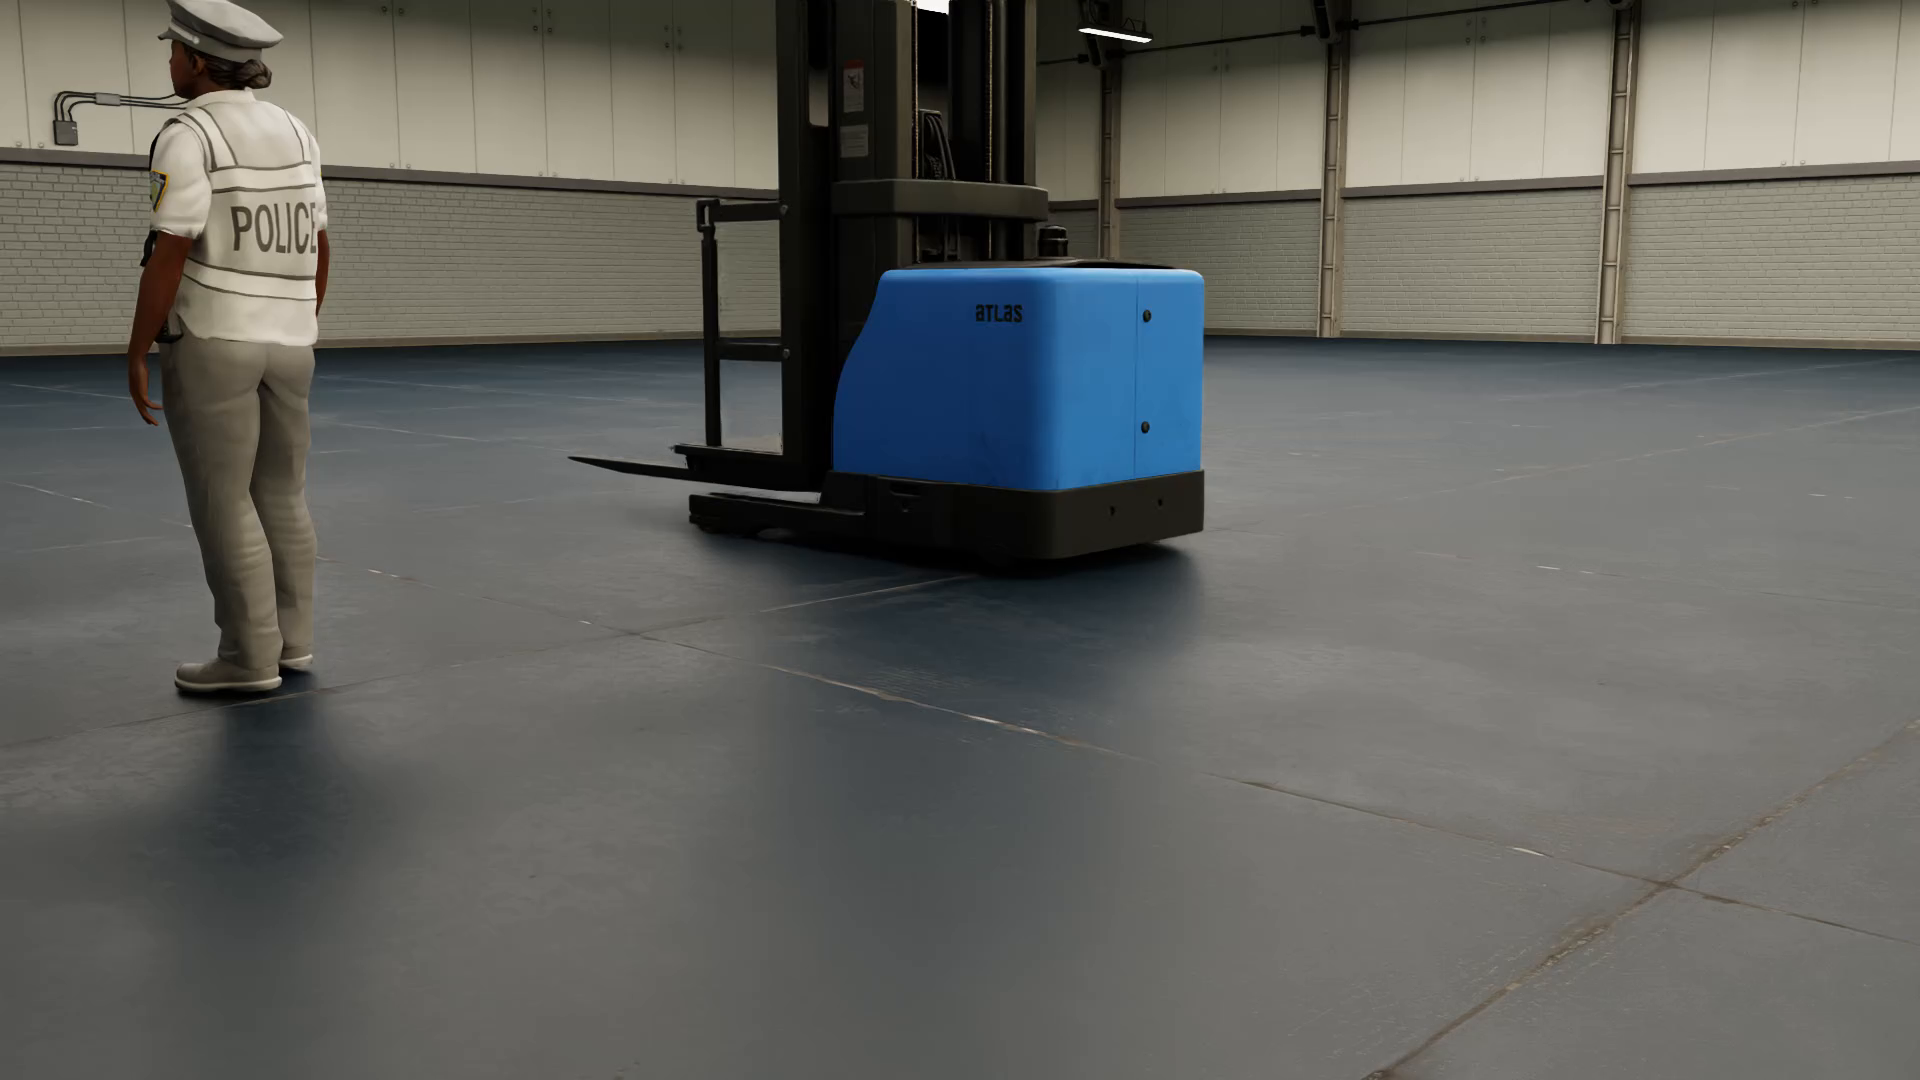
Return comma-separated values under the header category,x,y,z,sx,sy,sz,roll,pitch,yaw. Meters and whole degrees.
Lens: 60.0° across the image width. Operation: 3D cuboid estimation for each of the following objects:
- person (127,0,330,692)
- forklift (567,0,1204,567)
category,x,y,z,sx,sy,sz,roll,pitch,yaw
person,-1.821,-0.469,4.088,0.531,1.695,0.567,4,9,24
forklift,-0.493,-1.510,6.902,3.031,2.935,1.130,7,11,41
